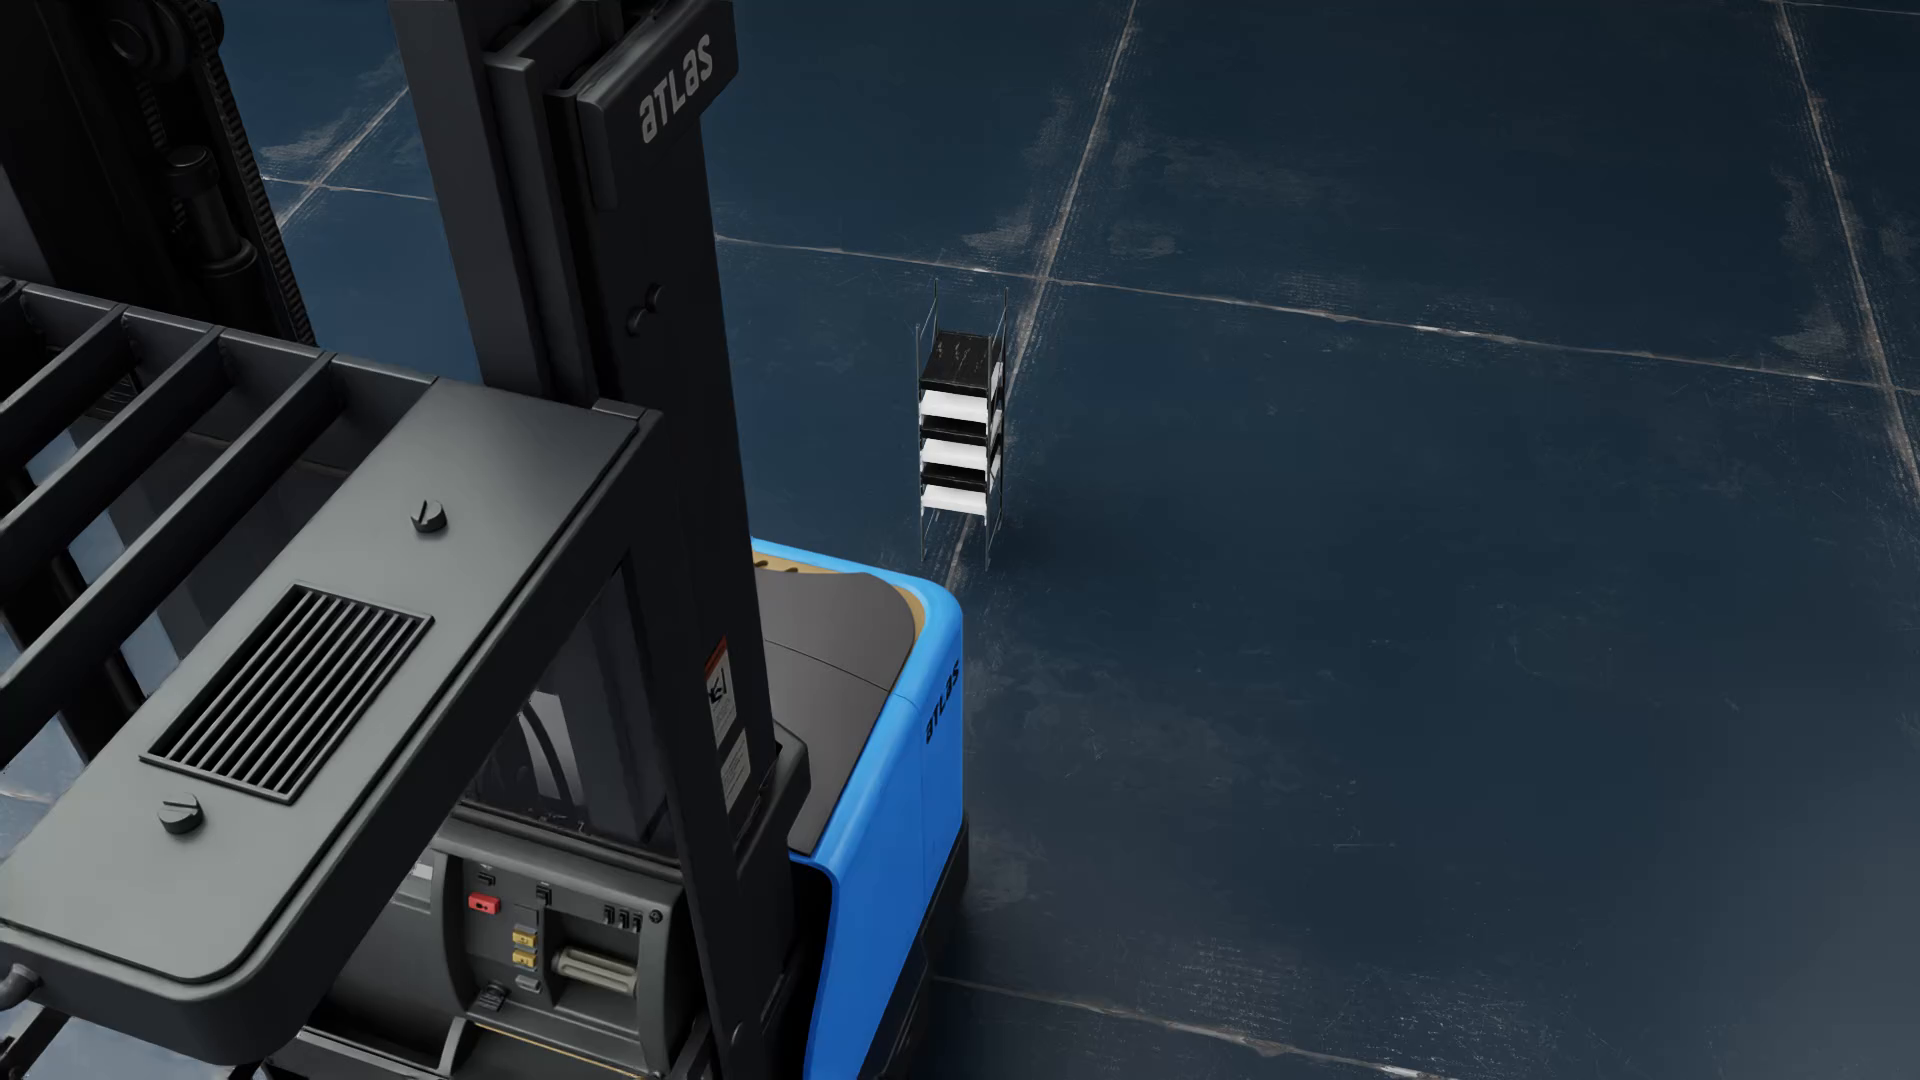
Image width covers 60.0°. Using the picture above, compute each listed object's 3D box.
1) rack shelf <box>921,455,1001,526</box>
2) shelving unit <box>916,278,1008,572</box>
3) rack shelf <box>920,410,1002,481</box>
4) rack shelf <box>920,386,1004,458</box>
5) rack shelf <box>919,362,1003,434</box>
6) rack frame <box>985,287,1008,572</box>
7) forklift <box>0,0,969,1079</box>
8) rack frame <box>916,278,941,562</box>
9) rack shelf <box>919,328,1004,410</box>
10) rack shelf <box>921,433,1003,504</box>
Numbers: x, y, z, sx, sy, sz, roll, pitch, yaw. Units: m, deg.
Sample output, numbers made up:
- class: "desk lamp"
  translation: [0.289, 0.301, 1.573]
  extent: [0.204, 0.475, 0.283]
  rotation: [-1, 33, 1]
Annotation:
- class: "rack shelf"
  translation: [0.008, -0.169, 5.085]
  extent: [0.200, 0.077, 0.258]
  rotation: [9, 45, 9]
- class: "shelving unit"
  translation: [0.008, -0.323, 4.937]
  extent: [0.210, 0.900, 0.258]
  rotation: [9, 45, 9]
- class: "rack shelf"
  translation: [0.008, -0.299, 4.960]
  extent: [0.200, 0.077, 0.258]
  rotation: [9, 45, 9]
- class: "rack shelf"
  translation: [0.008, -0.364, 4.897]
  extent: [0.200, 0.077, 0.258]
  rotation: [9, 45, 9]
- class: "rack shelf"
  translation: [0.008, -0.429, 4.835]
  extent: [0.200, 0.077, 0.258]
  rotation: [9, 45, 9]
- class: "rack frame"
  translation: [0.107, -0.308, 4.921]
  extent: [0.006, 0.900, 0.240]
  rotation: [9, 45, 9]
- class: "forklift"
  translation: [-0.933, 0.681, 2.429]
  extent: [1.130, 2.935, 3.031]
  rotation: [13, 45, 13]
- class: "rack frame"
  translation: [-0.091, -0.338, 4.953]
  extent: [0.006, 0.900, 0.240]
  rotation: [9, 45, 9]
- class: "rack shelf"
  translation: [0.008, -0.493, 4.773]
  extent: [0.200, 0.077, 0.258]
  rotation: [9, 45, 9]
- class: "rack shelf"
  translation: [0.008, -0.234, 5.022]
  extent: [0.200, 0.077, 0.258]
  rotation: [9, 45, 9]
